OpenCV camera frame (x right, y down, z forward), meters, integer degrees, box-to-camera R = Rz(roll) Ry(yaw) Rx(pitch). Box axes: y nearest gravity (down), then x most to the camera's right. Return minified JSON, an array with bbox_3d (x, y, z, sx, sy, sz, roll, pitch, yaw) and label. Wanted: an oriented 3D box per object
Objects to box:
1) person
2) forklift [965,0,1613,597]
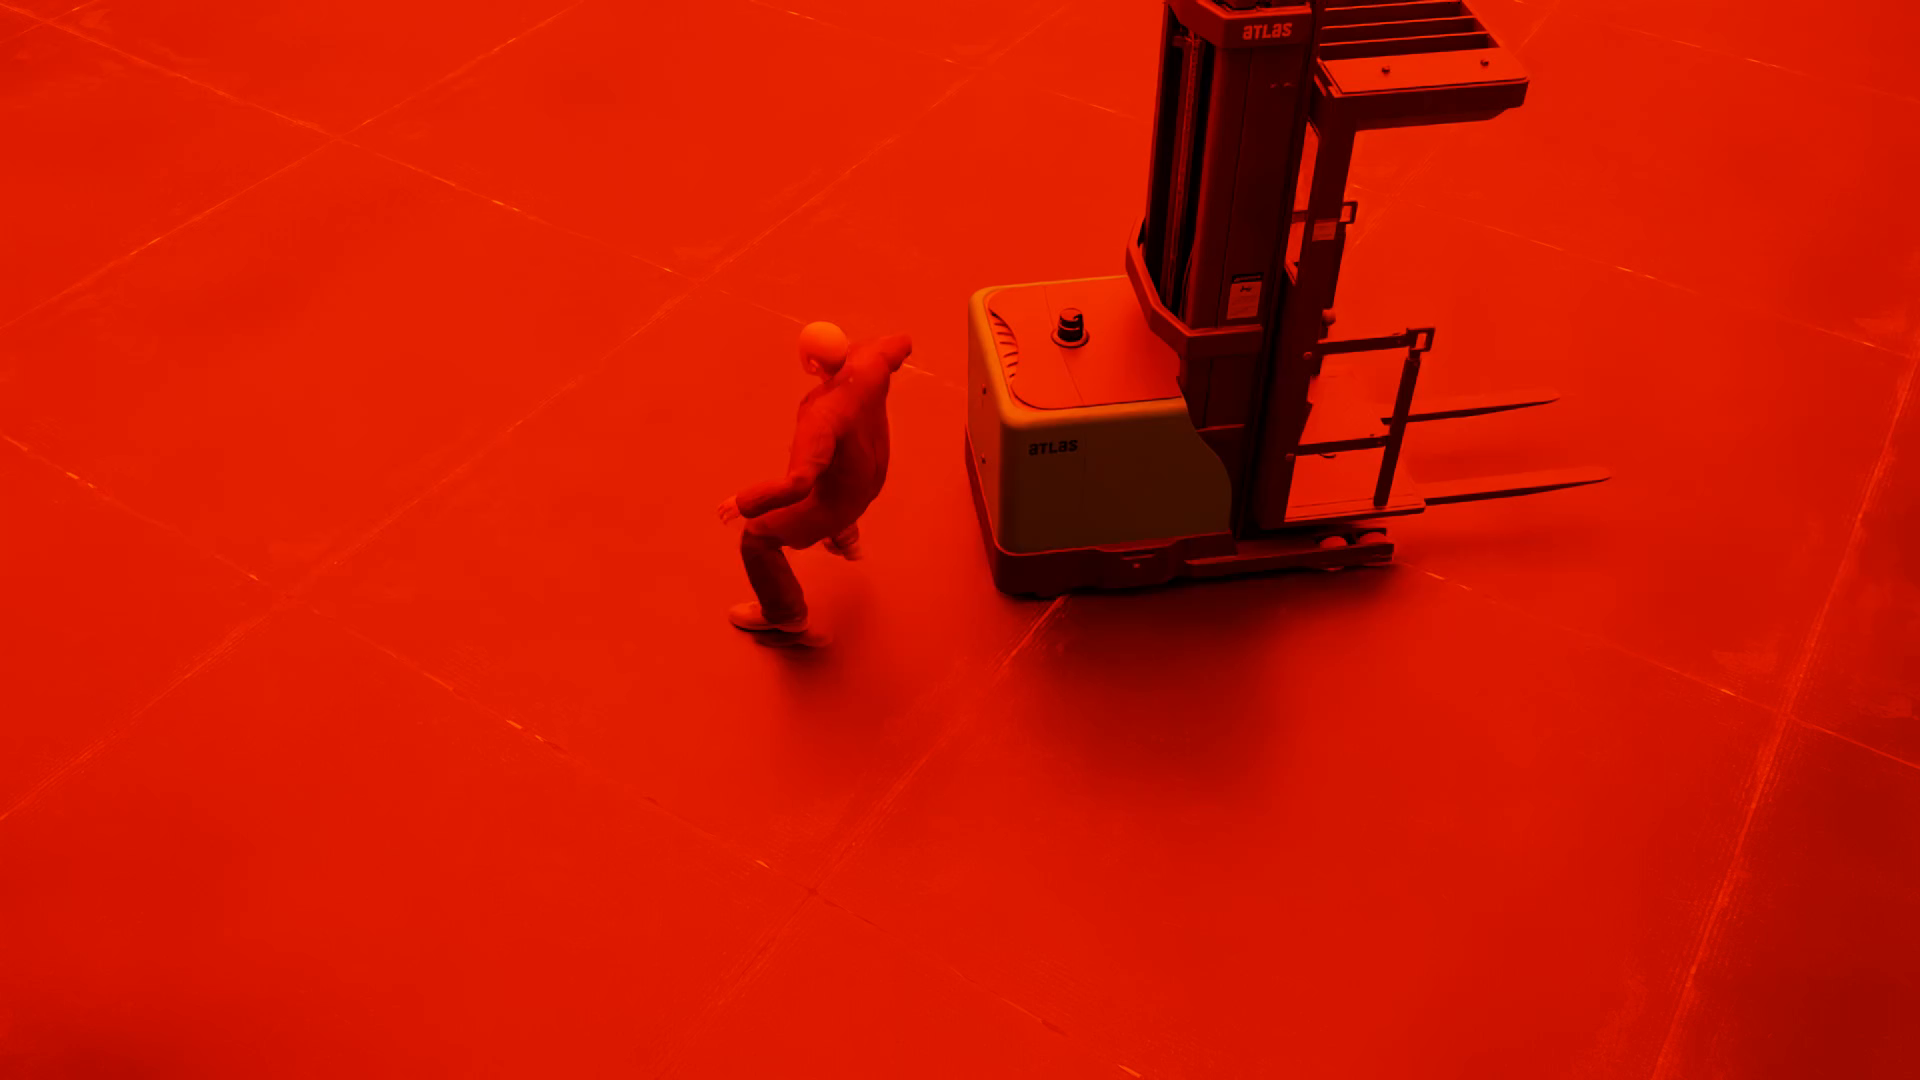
[{"bbox_3d":[-0.629,-0.295,7.114,0.609,1.614,1.089,24,49,23],"label":"person"},{"bbox_3d":[1.587,-1.274,7.192,3.031,2.935,1.130,-6,44,-6],"label":"forklift"}]
